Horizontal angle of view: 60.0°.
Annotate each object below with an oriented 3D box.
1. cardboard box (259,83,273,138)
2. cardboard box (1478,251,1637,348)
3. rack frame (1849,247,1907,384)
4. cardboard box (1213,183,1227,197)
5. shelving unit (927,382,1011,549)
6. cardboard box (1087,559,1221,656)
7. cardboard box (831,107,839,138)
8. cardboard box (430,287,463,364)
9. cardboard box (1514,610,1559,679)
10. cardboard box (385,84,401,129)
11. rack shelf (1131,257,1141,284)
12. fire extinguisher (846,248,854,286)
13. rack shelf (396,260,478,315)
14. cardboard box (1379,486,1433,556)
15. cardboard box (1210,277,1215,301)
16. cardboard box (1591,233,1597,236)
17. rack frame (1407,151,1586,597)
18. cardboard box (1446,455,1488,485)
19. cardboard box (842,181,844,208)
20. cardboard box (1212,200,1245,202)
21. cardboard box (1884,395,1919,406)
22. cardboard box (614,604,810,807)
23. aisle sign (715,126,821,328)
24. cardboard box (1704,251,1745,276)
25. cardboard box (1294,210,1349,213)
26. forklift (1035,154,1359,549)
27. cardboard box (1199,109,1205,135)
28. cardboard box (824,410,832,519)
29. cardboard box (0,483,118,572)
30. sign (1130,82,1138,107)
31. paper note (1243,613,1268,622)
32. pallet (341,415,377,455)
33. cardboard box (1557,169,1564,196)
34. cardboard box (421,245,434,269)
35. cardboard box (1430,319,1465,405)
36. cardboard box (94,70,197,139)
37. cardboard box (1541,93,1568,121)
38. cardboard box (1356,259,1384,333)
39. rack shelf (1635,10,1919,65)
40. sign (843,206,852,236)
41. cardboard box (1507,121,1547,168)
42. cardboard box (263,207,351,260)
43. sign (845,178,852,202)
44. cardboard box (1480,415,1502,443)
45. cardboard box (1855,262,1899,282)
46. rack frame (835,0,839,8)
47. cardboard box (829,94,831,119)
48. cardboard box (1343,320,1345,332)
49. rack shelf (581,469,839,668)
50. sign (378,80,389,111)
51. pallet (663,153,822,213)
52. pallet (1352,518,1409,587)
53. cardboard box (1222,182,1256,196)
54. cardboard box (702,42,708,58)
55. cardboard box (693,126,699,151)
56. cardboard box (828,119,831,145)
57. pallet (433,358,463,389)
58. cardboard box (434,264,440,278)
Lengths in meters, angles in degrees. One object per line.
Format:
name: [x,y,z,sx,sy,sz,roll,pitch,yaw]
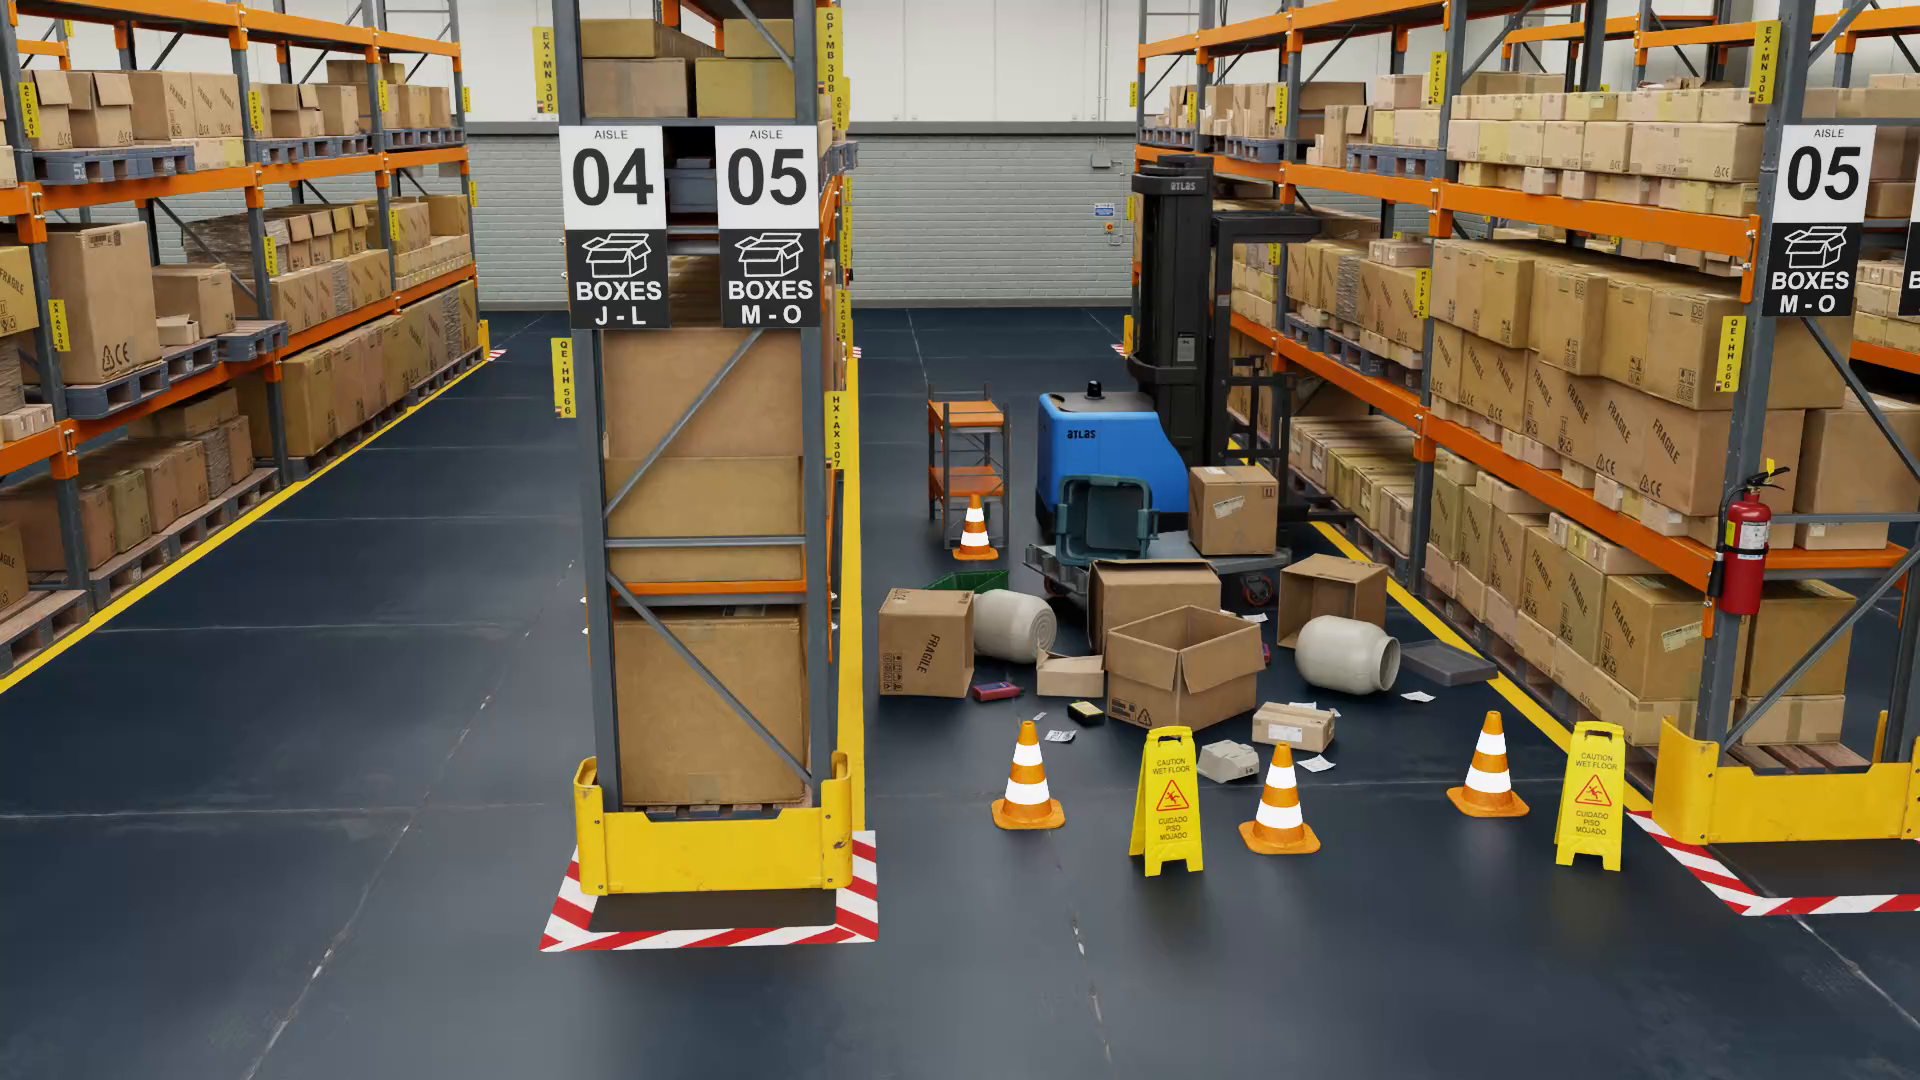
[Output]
cardboard box: [-6.765,-3.995,15.471,0.500,0.500,0.500,0,14,0]
cardboard box: [3.450,-1.396,9.629,0.700,0.500,0.500,-1,14,-5]
rack frame: [8.331,-2.157,15.391,1.000,3.000,0.127,-1,14,-3]
cardboard box: [2.885,-4.060,19.278,0.380,0.149,0.250,-1,14,-2]
shelving unit: [0.060,-0.606,13.093,0.538,1.125,1.048,-2,14,-7]
cardboard box: [1.171,0.423,10.100,0.797,0.637,0.503,-1,14,-3]
cardboard box: [-1.170,-3.303,12.580,0.500,0.500,0.500,-1,14,-3]
cardboard box: [-6.833,-2.706,20.947,0.875,0.875,0.875,-1,14,-3]
cardboard box: [3.492,0.582,9.419,0.500,0.250,0.500,-1,14,-5]
cardboard box: [-6.899,-5.002,19.183,0.700,0.500,0.500,0,14,-1]
rack shelf: [3.006,-3.224,20.979,1.077,0.370,4.000,-1,14,-3]
fire extinguisher: [-1.607,-3.819,22.755,0.296,0.674,0.183,-1,14,-3]
rack shelf: [-6.885,-3.071,20.384,1.077,0.370,4.000,-1,14,-3]
cardboard box: [3.590,-0.146,12.005,0.950,0.372,0.625,-1,14,-3]
cardboard box: [2.943,-2.632,17.537,0.500,0.250,0.500,-1,14,-4]
cardboard box: [8.186,-3.857,21.699,0.500,0.250,0.500,0,14,-2]
rack frame: [3.625,-1.085,11.223,1.000,3.000,0.127,-1,14,-3]
cardboard box: [3.340,-0.451,10.628,0.380,0.149,0.250,-1,14,-3]
cardboard box: [-1.637,-4.020,19.827,0.500,0.500,0.500,-1,14,-3]
cardboard box: [2.870,-3.493,18.376,0.500,0.500,0.500,-1,14,-3]
cardboard box: [8.405,-0.893,14.400,0.875,0.625,0.625,0,14,-2]
cardboard box: [-1.169,0.669,7.826,0.875,0.875,0.875,-1,14,-3]
aisle sign: [-0.757,-1.235,6.588,0.394,0.787,0.004,-1,14,-3]
cardboard box: [8.046,-2.814,16.893,0.797,0.503,0.637,-1,14,-5]
cardboard box: [3.534,-2.991,16.424,0.500,0.500,0.500,0,14,-2]
forklift: [2.153,-1.466,12.842,3.031,2.935,1.130,-1,14,-4]
cardboard box: [2.811,-4.536,18.042,0.396,0.266,0.258,-1,14,-4]
cardboard box: [-1.095,-0.430,8.379,0.875,0.550,0.550,-1,14,-3]
cardboard box: [-6.282,-0.087,11.480,0.700,0.500,0.500,-2,15,-8]
sign: [2.327,-5.977,22.302,0.100,0.325,0.005,-1,14,-3]
paper note: [1.955,0.511,10.979,0.148,0.019,0.142,-1,14,-3]
pallet: [-6.560,-1.076,16.786,1.003,0.211,1.213,-1,14,-3]
cardboard box: [3.495,-1.950,9.072,0.380,0.149,0.250,-1,14,-3]
cardboard box: [-6.593,-3.366,19.794,0.500,0.250,0.500,-1,14,-2]
cardboard box: [3.374,-1.164,10.732,0.500,0.500,0.500,-1,14,-4]
cardboard box: [-6.176,-3.304,12.626,0.500,0.500,0.500,-1,14,-2]
cardboard box: [3.454,-2.396,9.202,0.380,0.149,0.250,-1,14,-4]
cardboard box: [3.310,-1.844,12.533,0.500,0.500,0.500,0,14,-2]
rack shelf: [8.207,-5.018,16.716,1.077,0.370,4.000,-1,14,-3]
sign: [-1.251,-3.543,18.454,0.100,0.325,0.005,-1,14,-3]
cardboard box: [3.439,-2.242,9.406,0.500,0.250,0.500,-1,14,-3]
cardboard box: [-6.683,-3.126,16.943,0.797,0.503,0.637,-1,14,-3]
sign: [-1.497,-4.685,22.258,0.100,0.325,0.005,-1,14,-3]
cardboard box: [3.419,-0.690,10.194,0.380,0.149,0.250,0,14,-2]
cardboard box: [8.075,-2.370,14.714,0.380,0.149,0.250,-1,14,-2]
rack frame: [-1.805,-5.878,17.814,1.000,3.000,0.127,-1,14,-3]
cardboard box: [-1.022,-2.641,9.911,0.500,0.250,0.500,-1,14,-4]
cardboard box: [3.313,-1.741,13.435,0.380,0.149,0.250,0,14,-1]
rack shelf: [-1.185,-0.138,8.985,1.077,0.370,4.000,-1,14,-3]
sign: [-6.220,-4.788,17.926,0.100,0.325,0.005,-1,14,-3]
pallet: [-1.118,-1.583,7.316,1.003,0.211,1.213,-1,14,-3]
pallet: [3.576,0.072,12.323,1.003,0.211,1.213,-1,14,-3]
cardboard box: [3.279,-4.130,19.550,0.380,0.149,0.250,-1,14,-4]
cardboard box: [-1.561,-2.603,8.964,0.380,0.149,0.250,-1,14,-3]
cardboard box: [-1.514,-2.028,8.330,0.380,0.149,0.250,-1,14,-3]
cardboard box: [-0.904,-2.228,9.107,0.380,0.149,0.250,-1,14,-3]
pallet: [-6.809,-2.066,20.631,1.003,0.211,1.213,-1,14,-3]
cardboard box: [-6.546,-3.266,20.205,0.380,0.149,0.250,-1,14,-5]
